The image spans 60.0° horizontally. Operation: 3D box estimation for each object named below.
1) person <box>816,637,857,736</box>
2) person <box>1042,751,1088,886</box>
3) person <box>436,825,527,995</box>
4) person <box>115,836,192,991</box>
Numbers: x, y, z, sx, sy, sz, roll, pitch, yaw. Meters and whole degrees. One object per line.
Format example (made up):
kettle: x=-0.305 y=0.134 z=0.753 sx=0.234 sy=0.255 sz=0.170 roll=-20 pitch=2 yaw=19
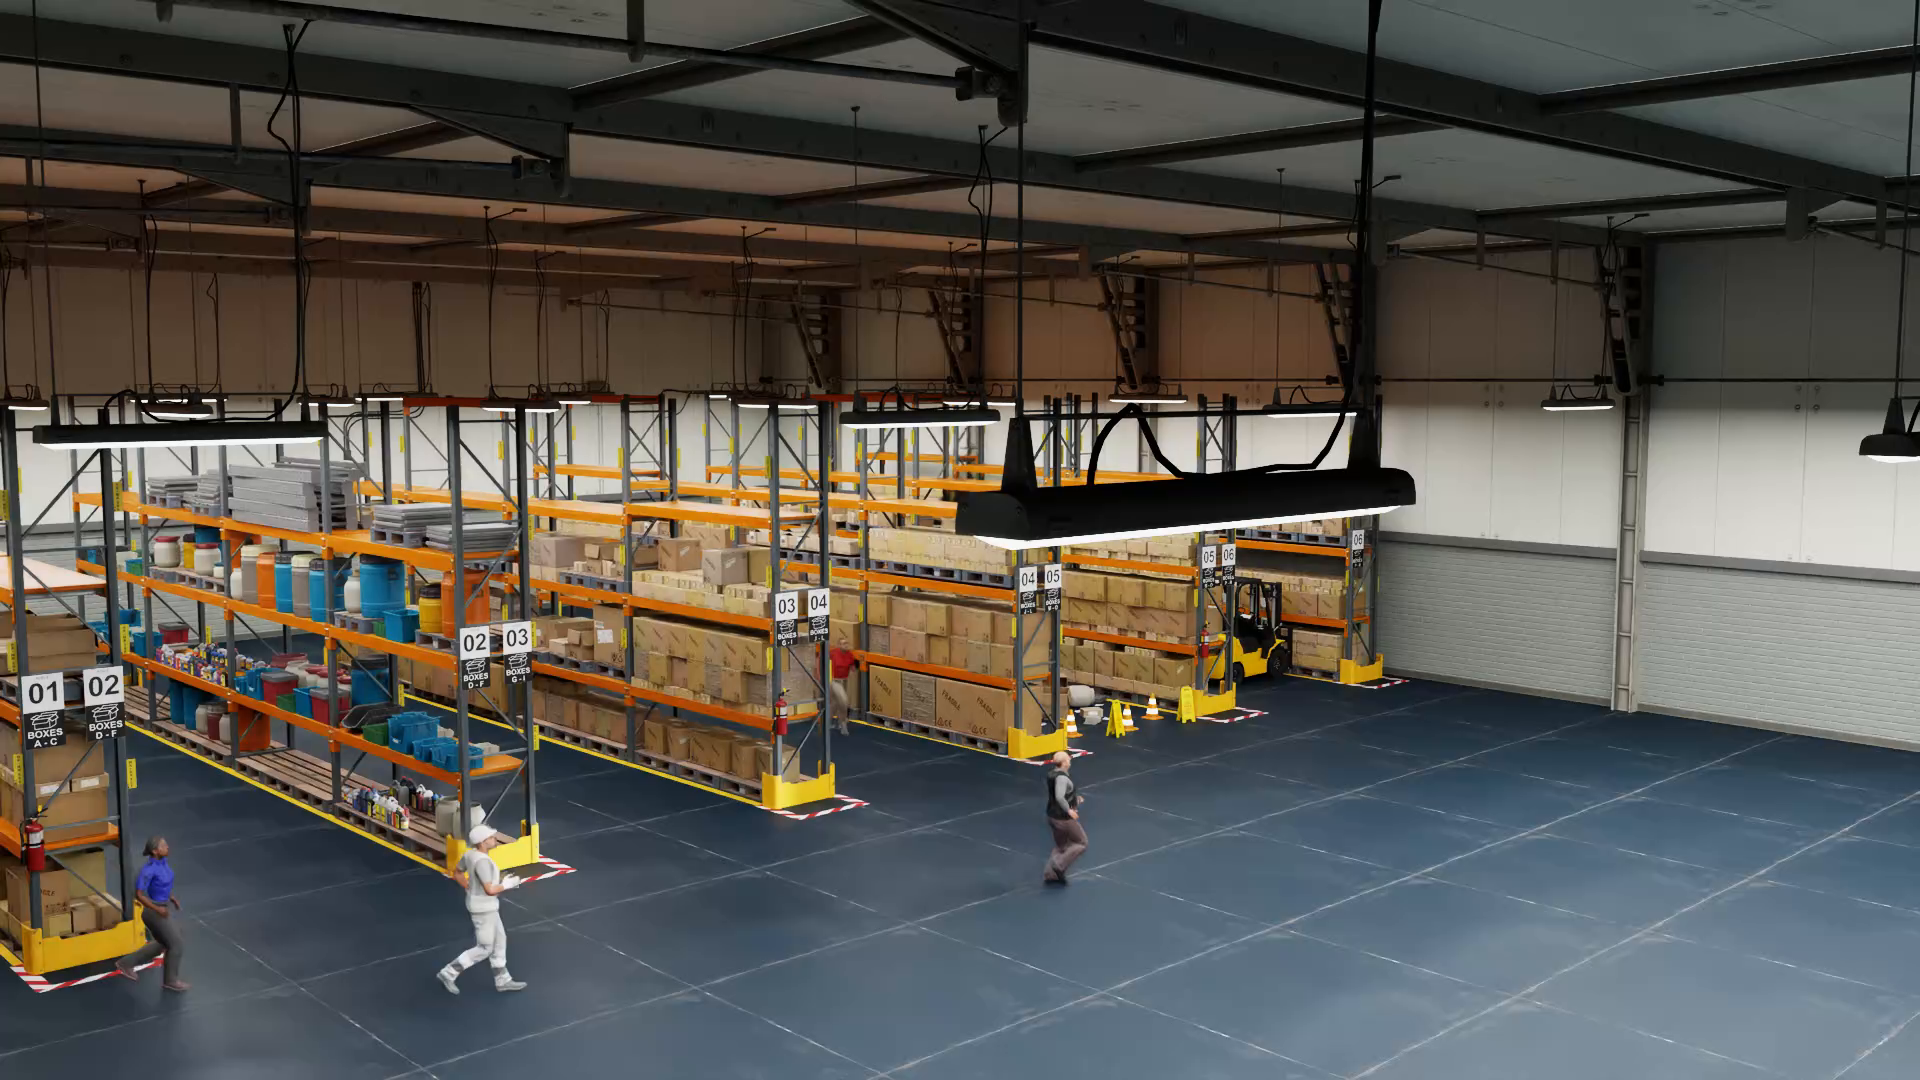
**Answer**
person: x=-2.196 y=2.616 z=29.771 sx=0.873 sy=1.773 sz=0.686 roll=5 pitch=8 yaw=44
person: x=1.328 y=3.472 z=20.806 sx=0.624 sy=1.677 sz=0.634 roll=-2 pitch=6 yaw=-21
person: x=-4.907 y=3.787 z=16.988 sx=0.908 sy=1.770 sz=0.668 roll=-3 pitch=6 yaw=-26
person: x=-8.372 y=3.875 z=17.183 sx=0.737 sy=1.647 sz=0.593 roll=-1 pitch=6 yaw=-15
